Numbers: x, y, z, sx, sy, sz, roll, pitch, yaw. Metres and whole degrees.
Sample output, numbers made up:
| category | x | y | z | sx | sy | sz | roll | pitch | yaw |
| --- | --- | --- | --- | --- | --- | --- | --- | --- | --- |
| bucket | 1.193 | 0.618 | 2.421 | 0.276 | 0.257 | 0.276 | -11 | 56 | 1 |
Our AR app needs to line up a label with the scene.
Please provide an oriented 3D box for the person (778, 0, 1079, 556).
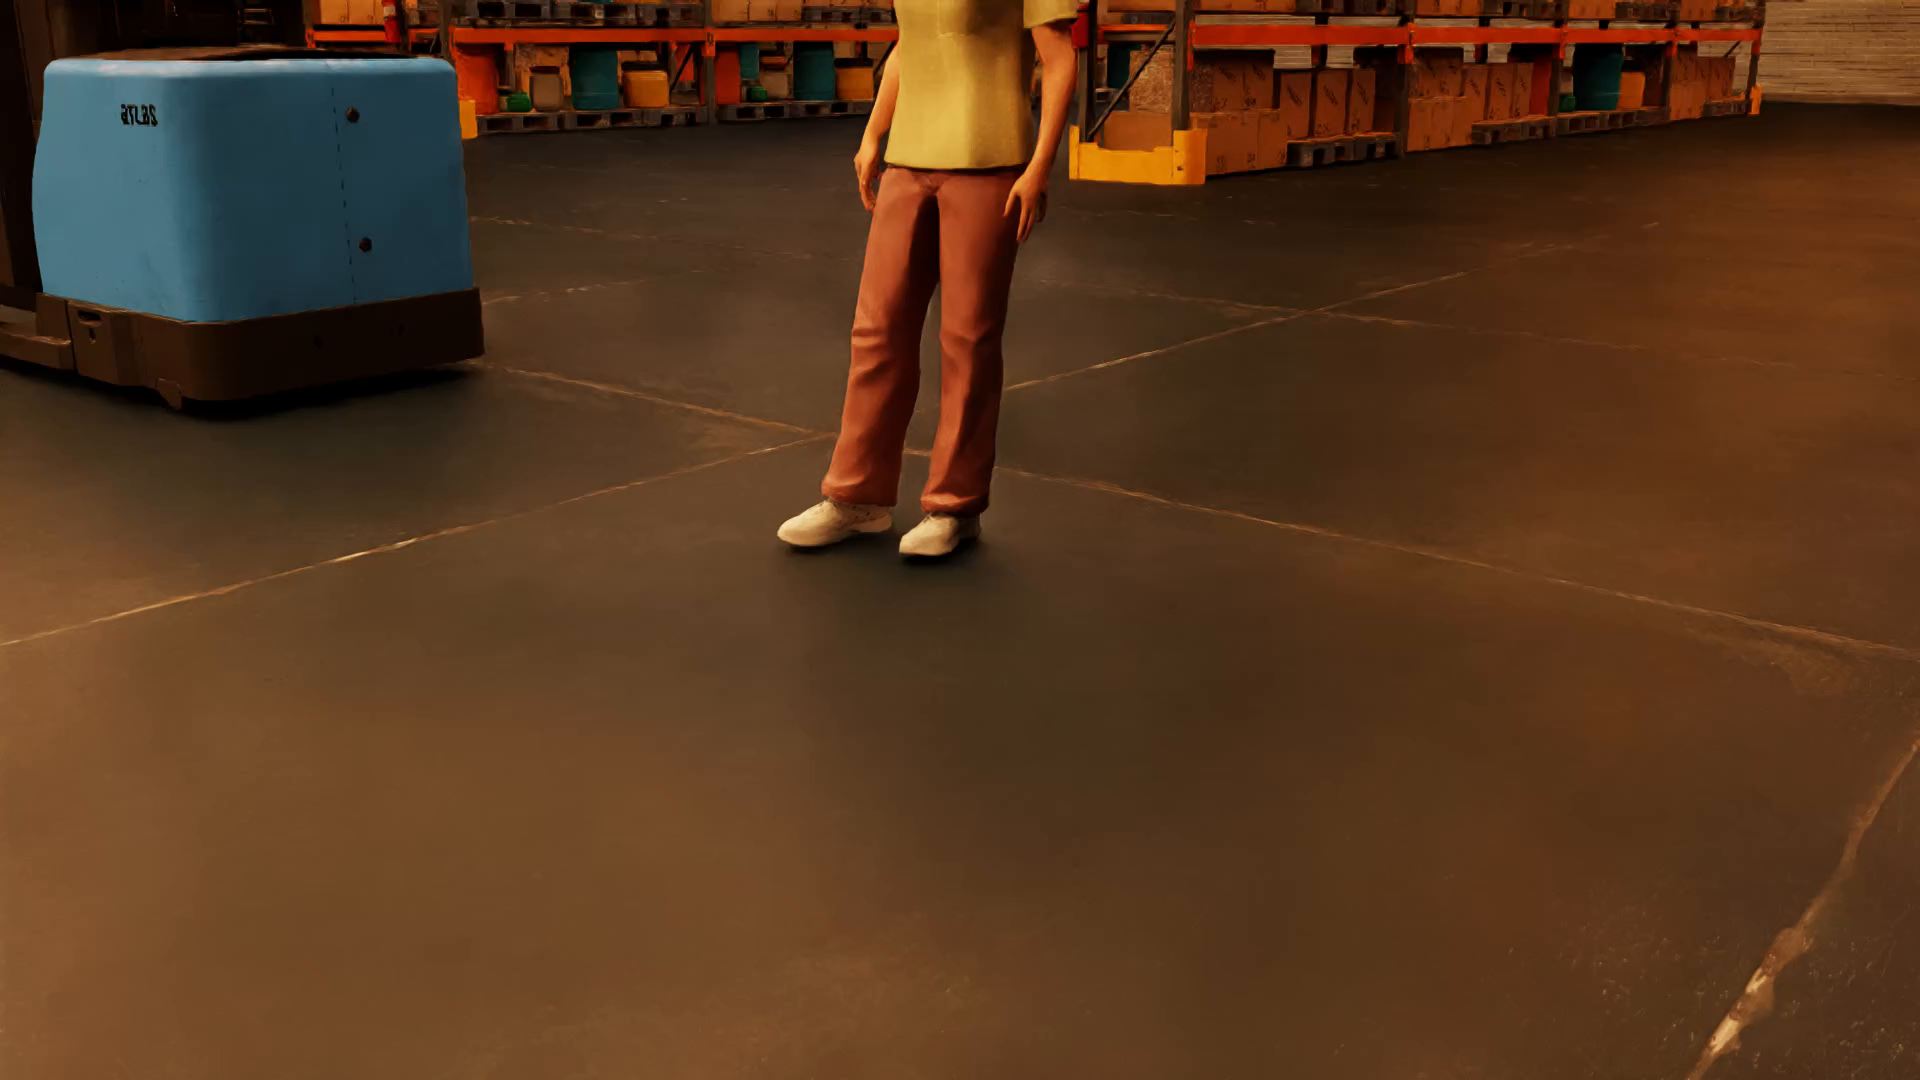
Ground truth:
| category | x | y | z | sx | sy | sz | roll | pitch | yaw |
| --- | --- | --- | --- | --- | --- | --- | --- | --- | --- |
| person | -0.056 | -0.794 | 3.649 | 0.554 | 1.674 | 0.548 | 13 | 21 | 37 |

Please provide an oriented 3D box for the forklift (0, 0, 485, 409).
| category | x | y | z | sx | sy | sz | roll | pitch | yaw |
| --- | --- | --- | --- | --- | --- | --- | --- | --- | --- |
| forklift | -3.141 | -2.139 | 5.943 | 3.031 | 2.935 | 1.130 | 13 | 21 | 36 |
